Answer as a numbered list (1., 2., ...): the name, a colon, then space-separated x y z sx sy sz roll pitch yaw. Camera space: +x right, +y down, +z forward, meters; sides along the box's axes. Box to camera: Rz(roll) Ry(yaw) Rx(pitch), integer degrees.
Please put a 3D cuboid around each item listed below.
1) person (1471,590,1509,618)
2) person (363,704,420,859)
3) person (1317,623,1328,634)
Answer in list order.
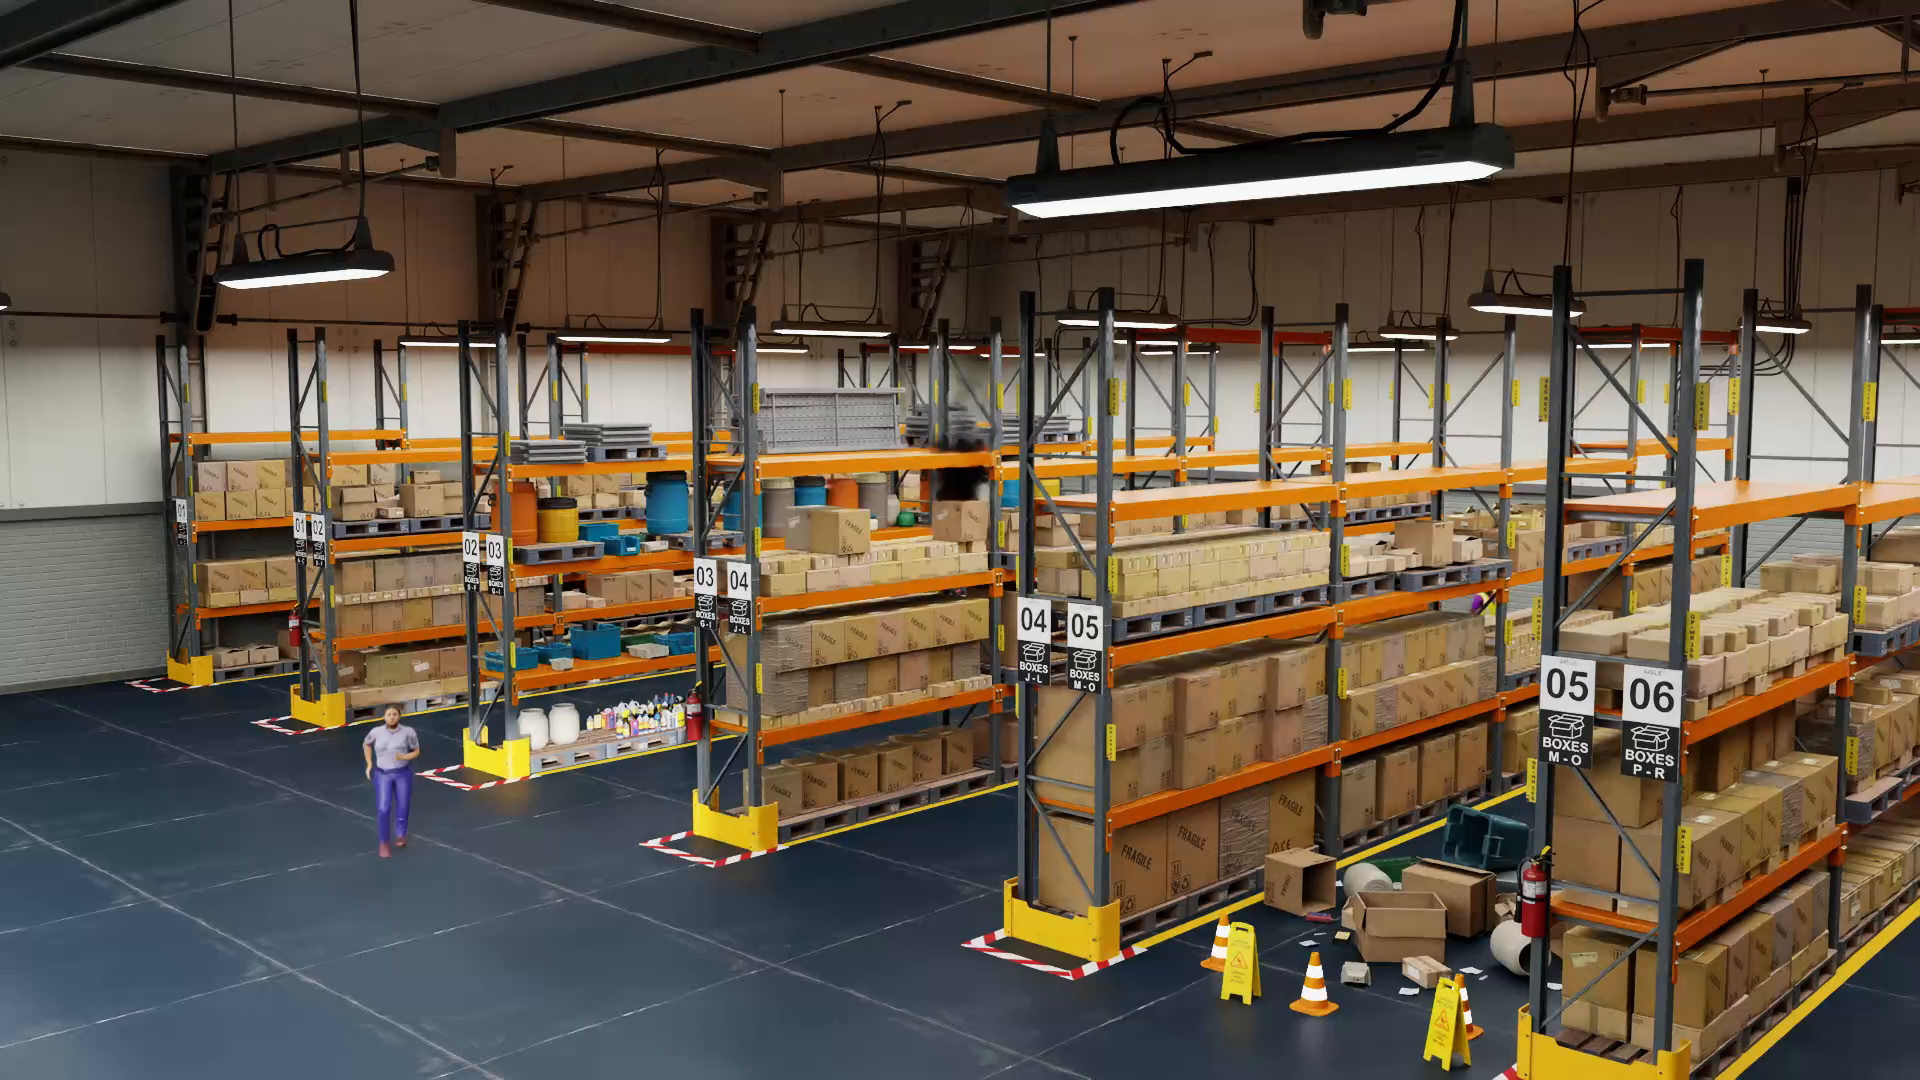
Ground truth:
1. person: 9.587 1.504 29.973 0.731 1.695 0.510 -1 5 -9
2. person: -6.227 2.644 18.261 0.574 1.693 0.716 -2 6 -22
3. person: 5.592 1.949 25.073 0.662 1.738 0.599 4 7 38
